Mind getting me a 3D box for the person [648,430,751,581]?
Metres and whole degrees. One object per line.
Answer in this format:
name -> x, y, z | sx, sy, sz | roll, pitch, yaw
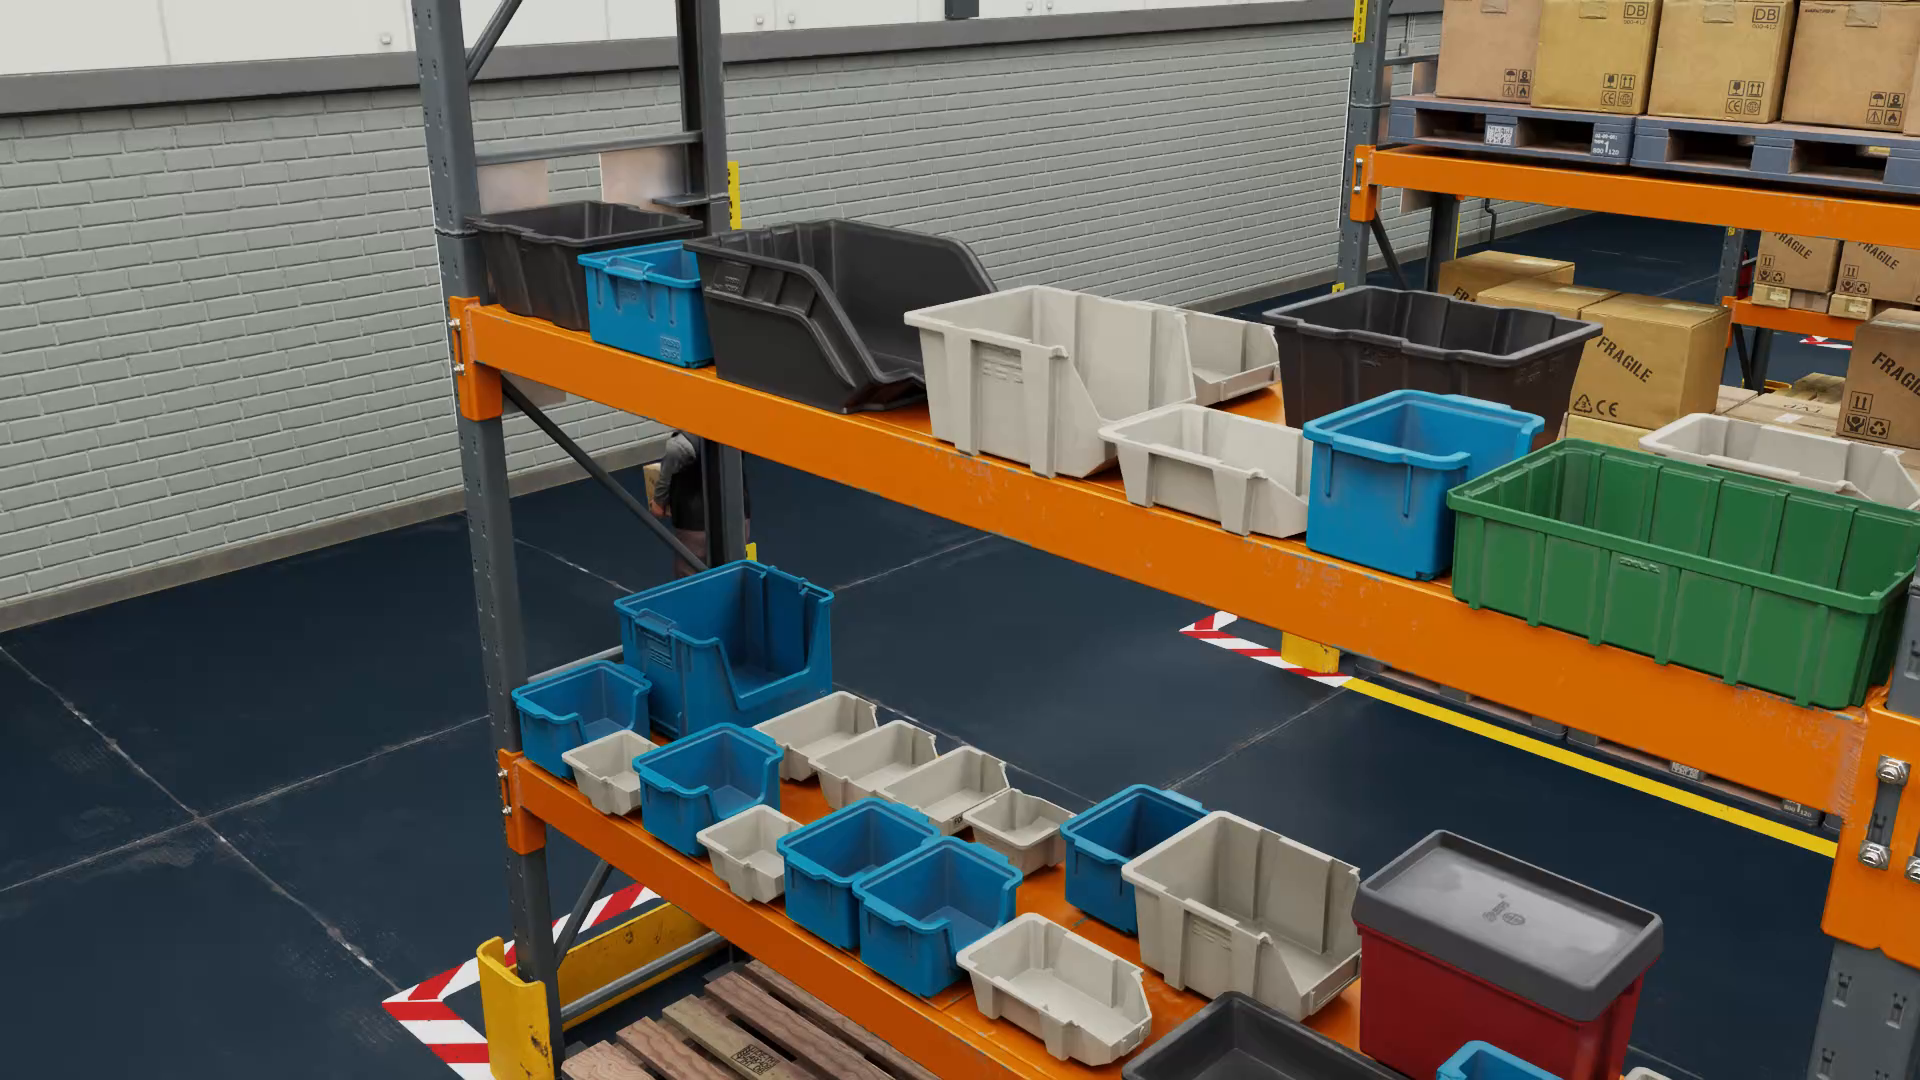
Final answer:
person -> -1.399, -0.087, 8.858 | 0.494, 1.713, 0.556 | -19, 28, -41
